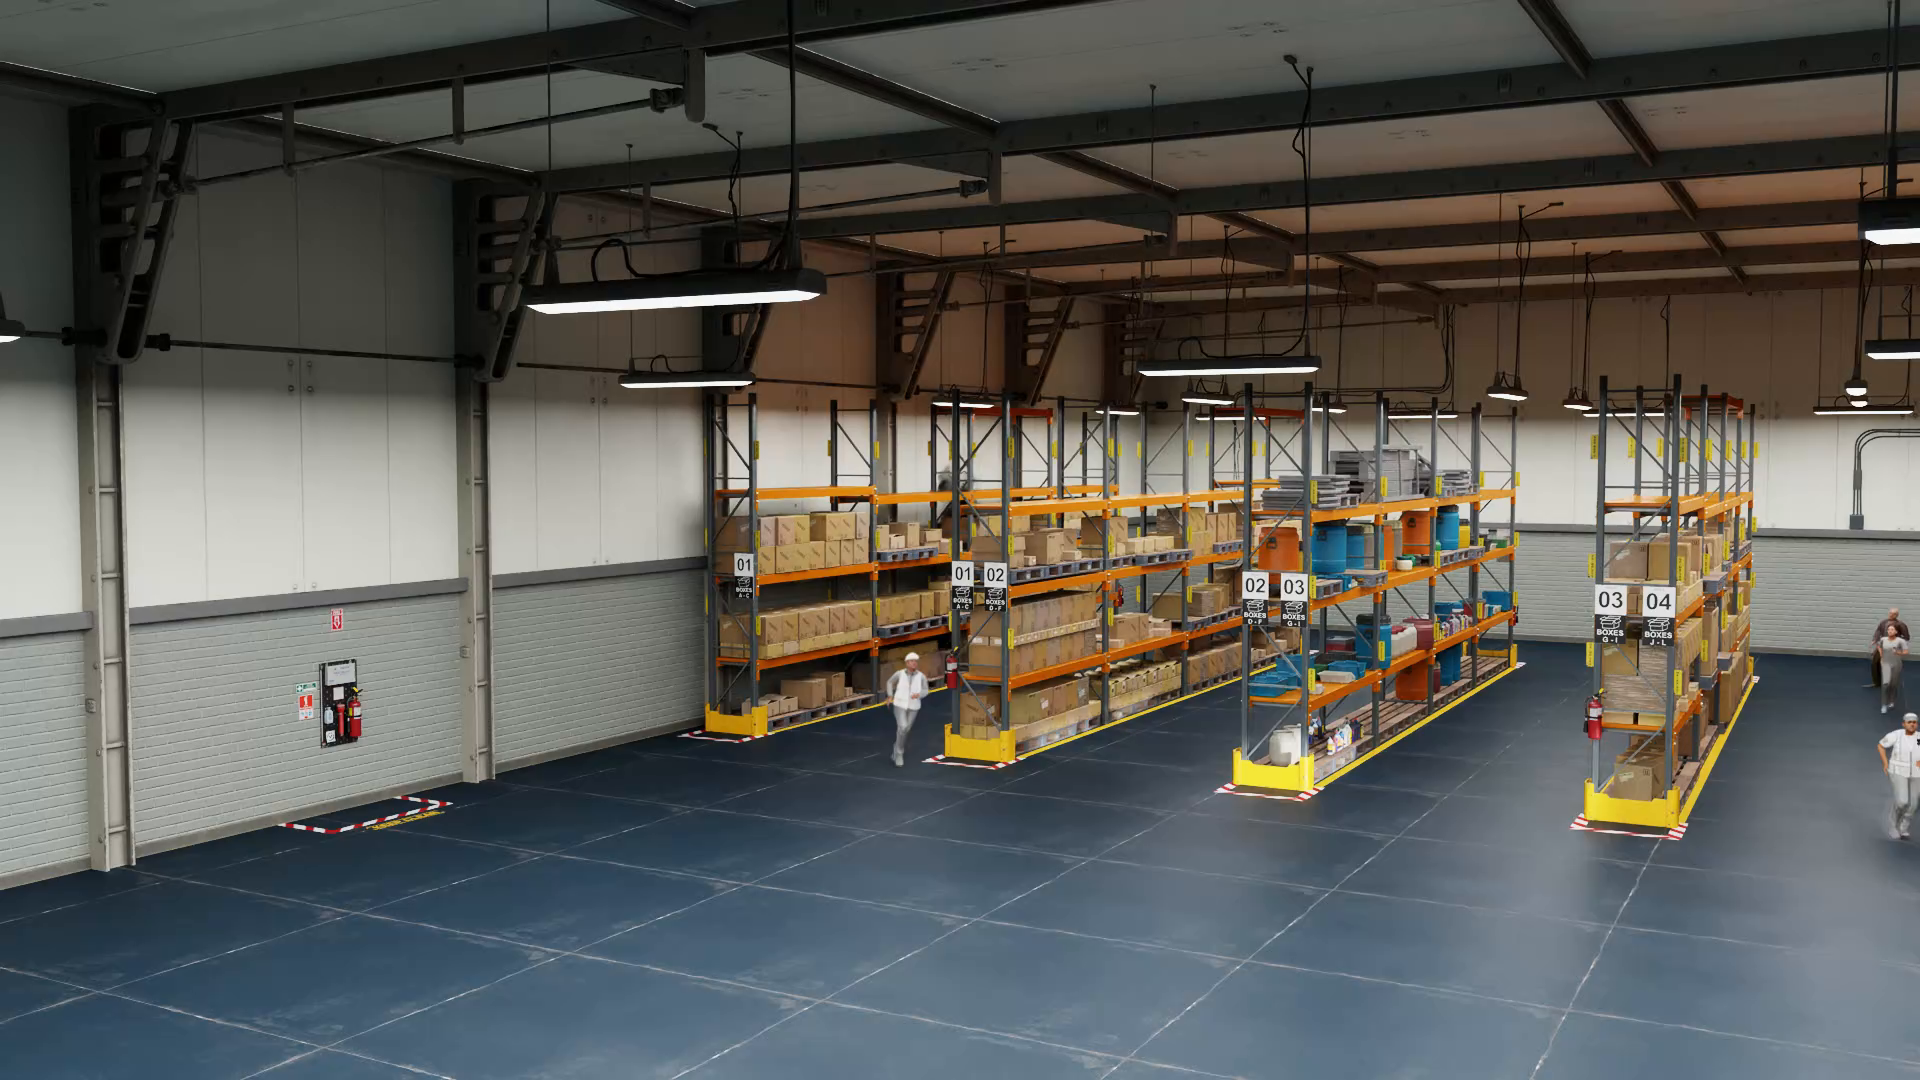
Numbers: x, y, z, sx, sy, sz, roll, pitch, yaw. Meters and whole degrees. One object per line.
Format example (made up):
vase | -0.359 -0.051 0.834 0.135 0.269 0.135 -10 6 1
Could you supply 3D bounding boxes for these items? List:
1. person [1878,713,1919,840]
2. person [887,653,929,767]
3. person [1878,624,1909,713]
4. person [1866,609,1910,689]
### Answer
person | 12.126 3.027 21.285 0.582 1.641 0.635 1 3 13
person | -0.819 2.683 26.564 0.644 1.760 0.760 -1 3 -15
person | 17.857 2.468 31.843 0.536 1.713 0.734 2 4 34
person | 19.444 2.275 34.744 0.682 1.709 0.753 -1 3 -24
